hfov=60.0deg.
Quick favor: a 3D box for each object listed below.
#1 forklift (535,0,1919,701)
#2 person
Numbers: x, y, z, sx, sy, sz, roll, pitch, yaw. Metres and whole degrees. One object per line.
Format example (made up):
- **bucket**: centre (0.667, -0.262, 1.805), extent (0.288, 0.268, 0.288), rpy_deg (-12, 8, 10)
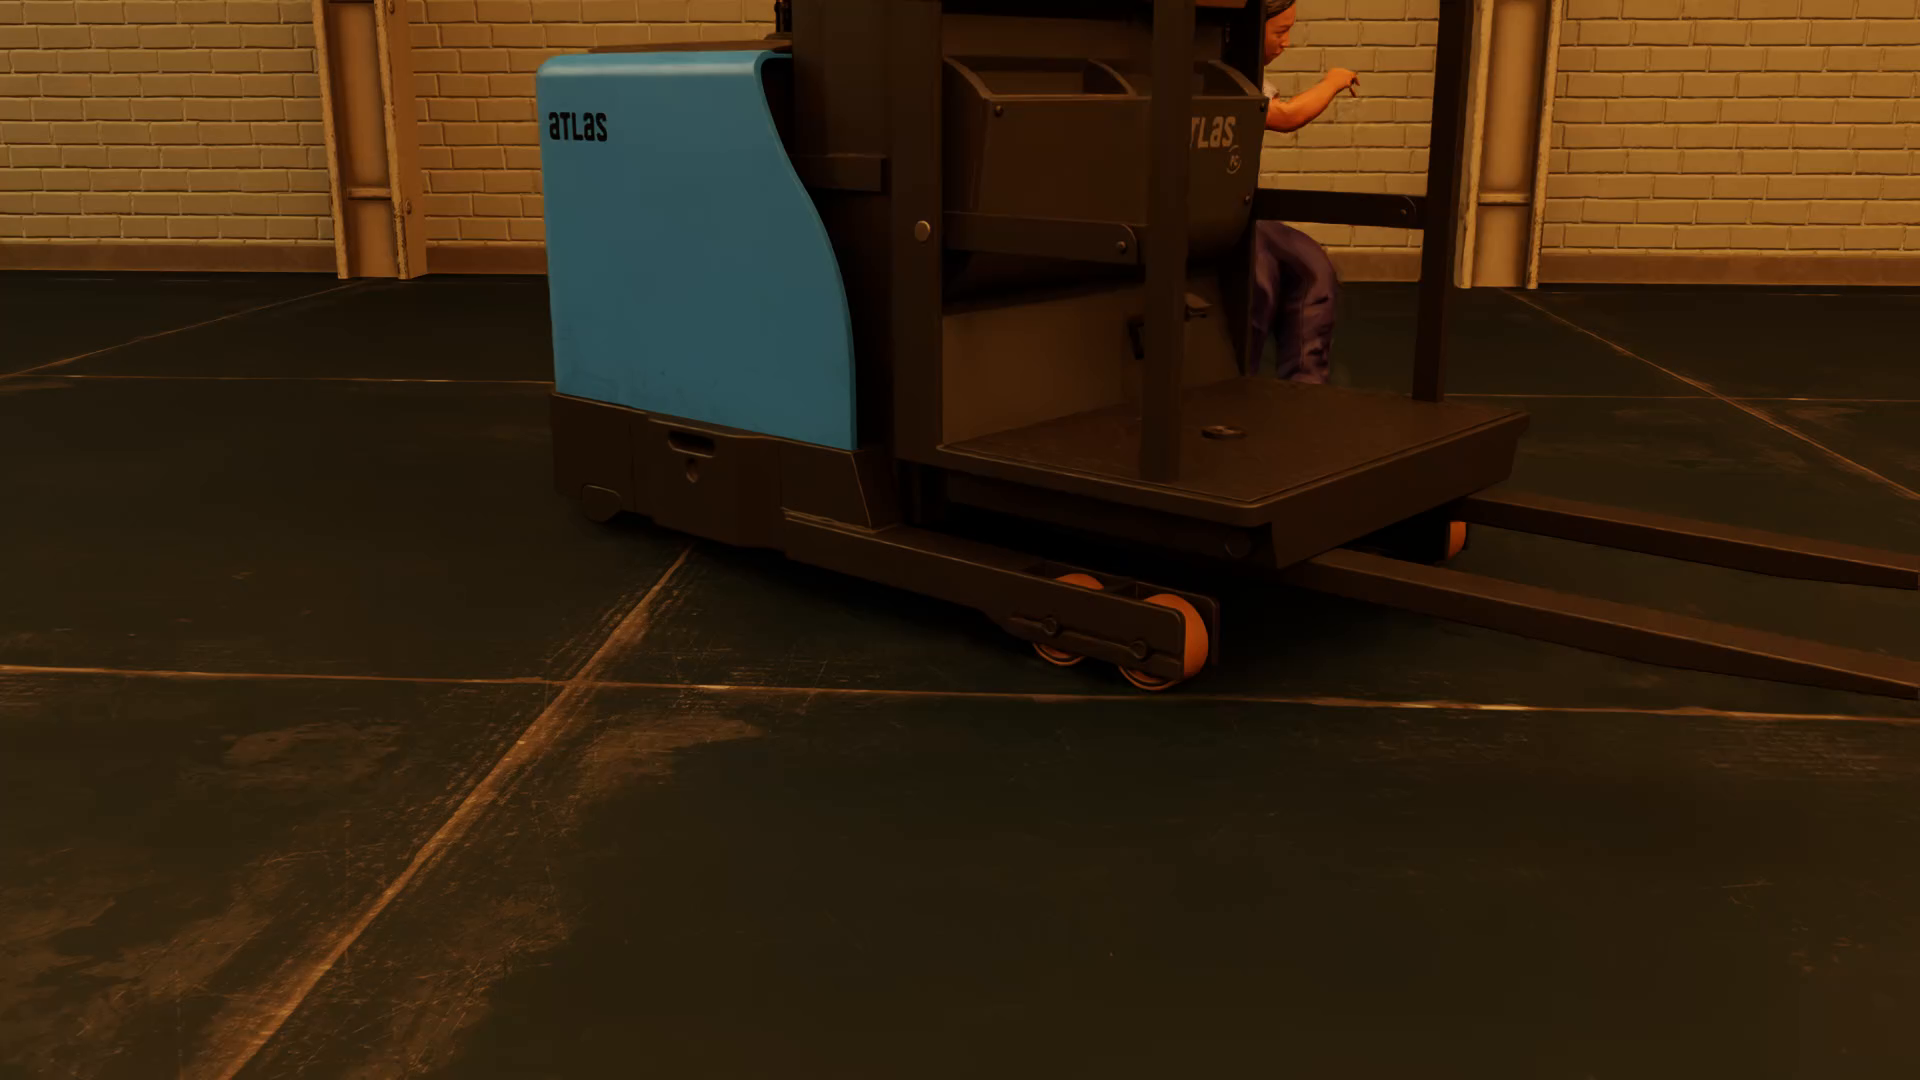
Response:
- **forklift**: centre (0.464, -1.310, 3.044), extent (3.031, 2.935, 1.130), rpy_deg (13, 20, 40)
- **person**: centre (0.913, -0.982, 4.982), extent (0.852, 1.347, 1.169), rpy_deg (8, 17, 27)
